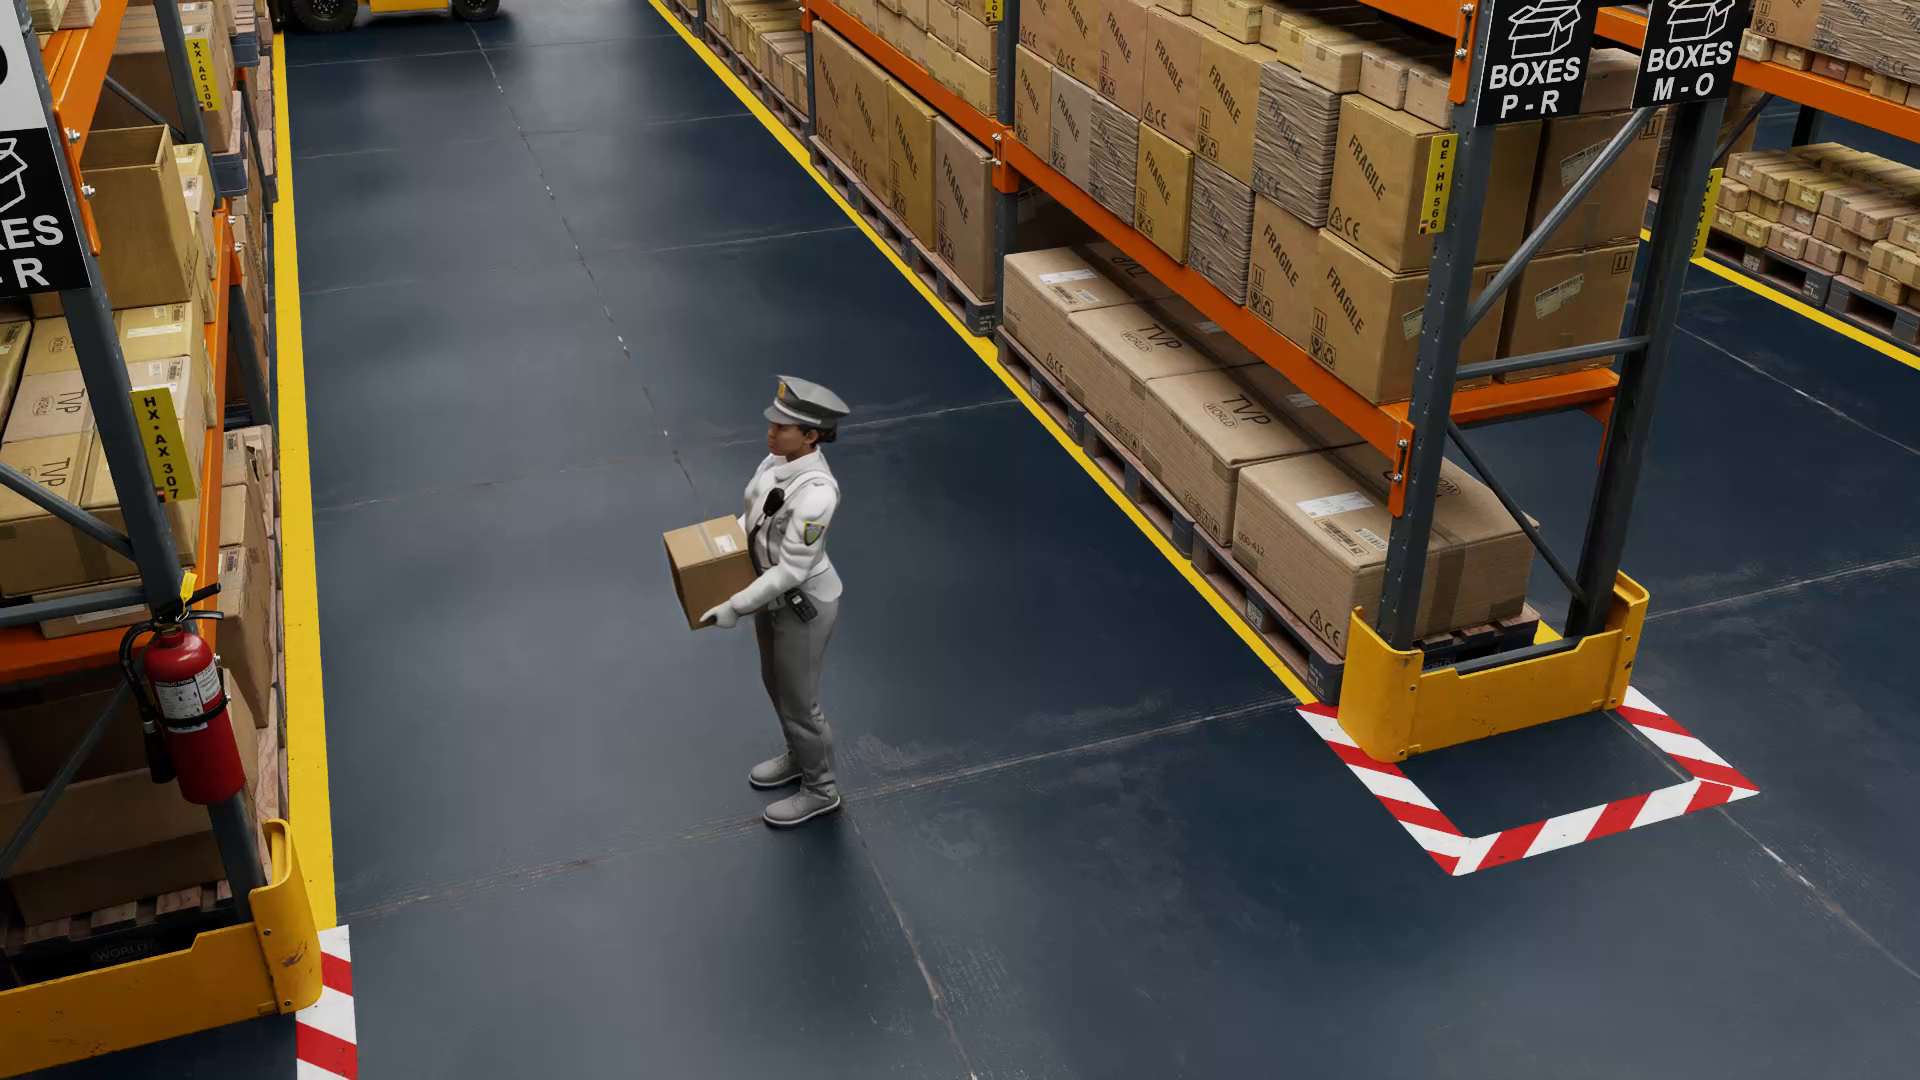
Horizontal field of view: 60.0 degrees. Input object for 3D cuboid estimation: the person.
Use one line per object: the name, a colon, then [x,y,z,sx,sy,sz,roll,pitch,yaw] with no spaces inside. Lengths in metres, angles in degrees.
person: [-0.640,0.219,5.725,0.564,1.686,0.460,-10,32,-17]
